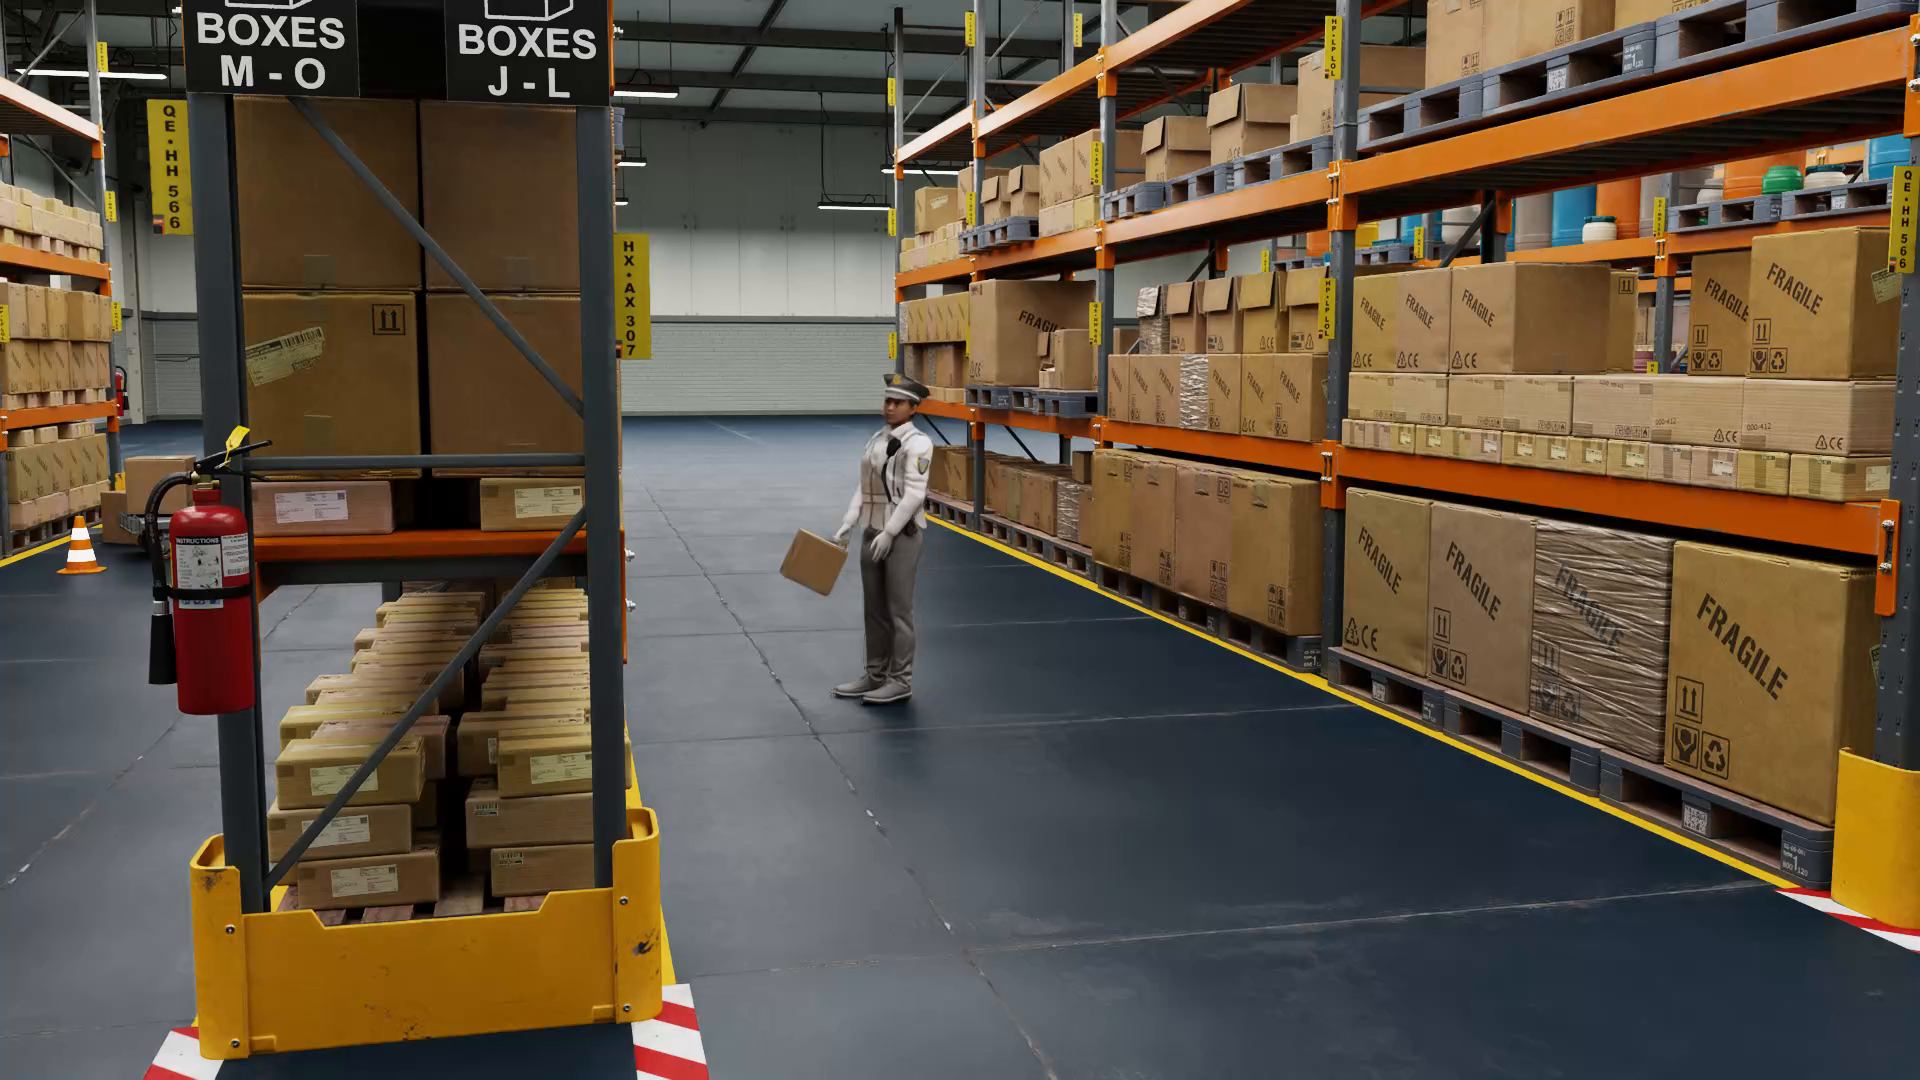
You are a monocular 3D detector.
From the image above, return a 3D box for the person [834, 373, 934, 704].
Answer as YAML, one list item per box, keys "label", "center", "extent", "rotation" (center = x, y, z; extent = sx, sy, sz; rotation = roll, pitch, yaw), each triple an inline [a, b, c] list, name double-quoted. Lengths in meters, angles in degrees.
- label: "person"
  center: [-0.380, -0.010, 8.571]
  extent: [0.457, 1.696, 0.542]
  rotation: [-5, 8, -36]
